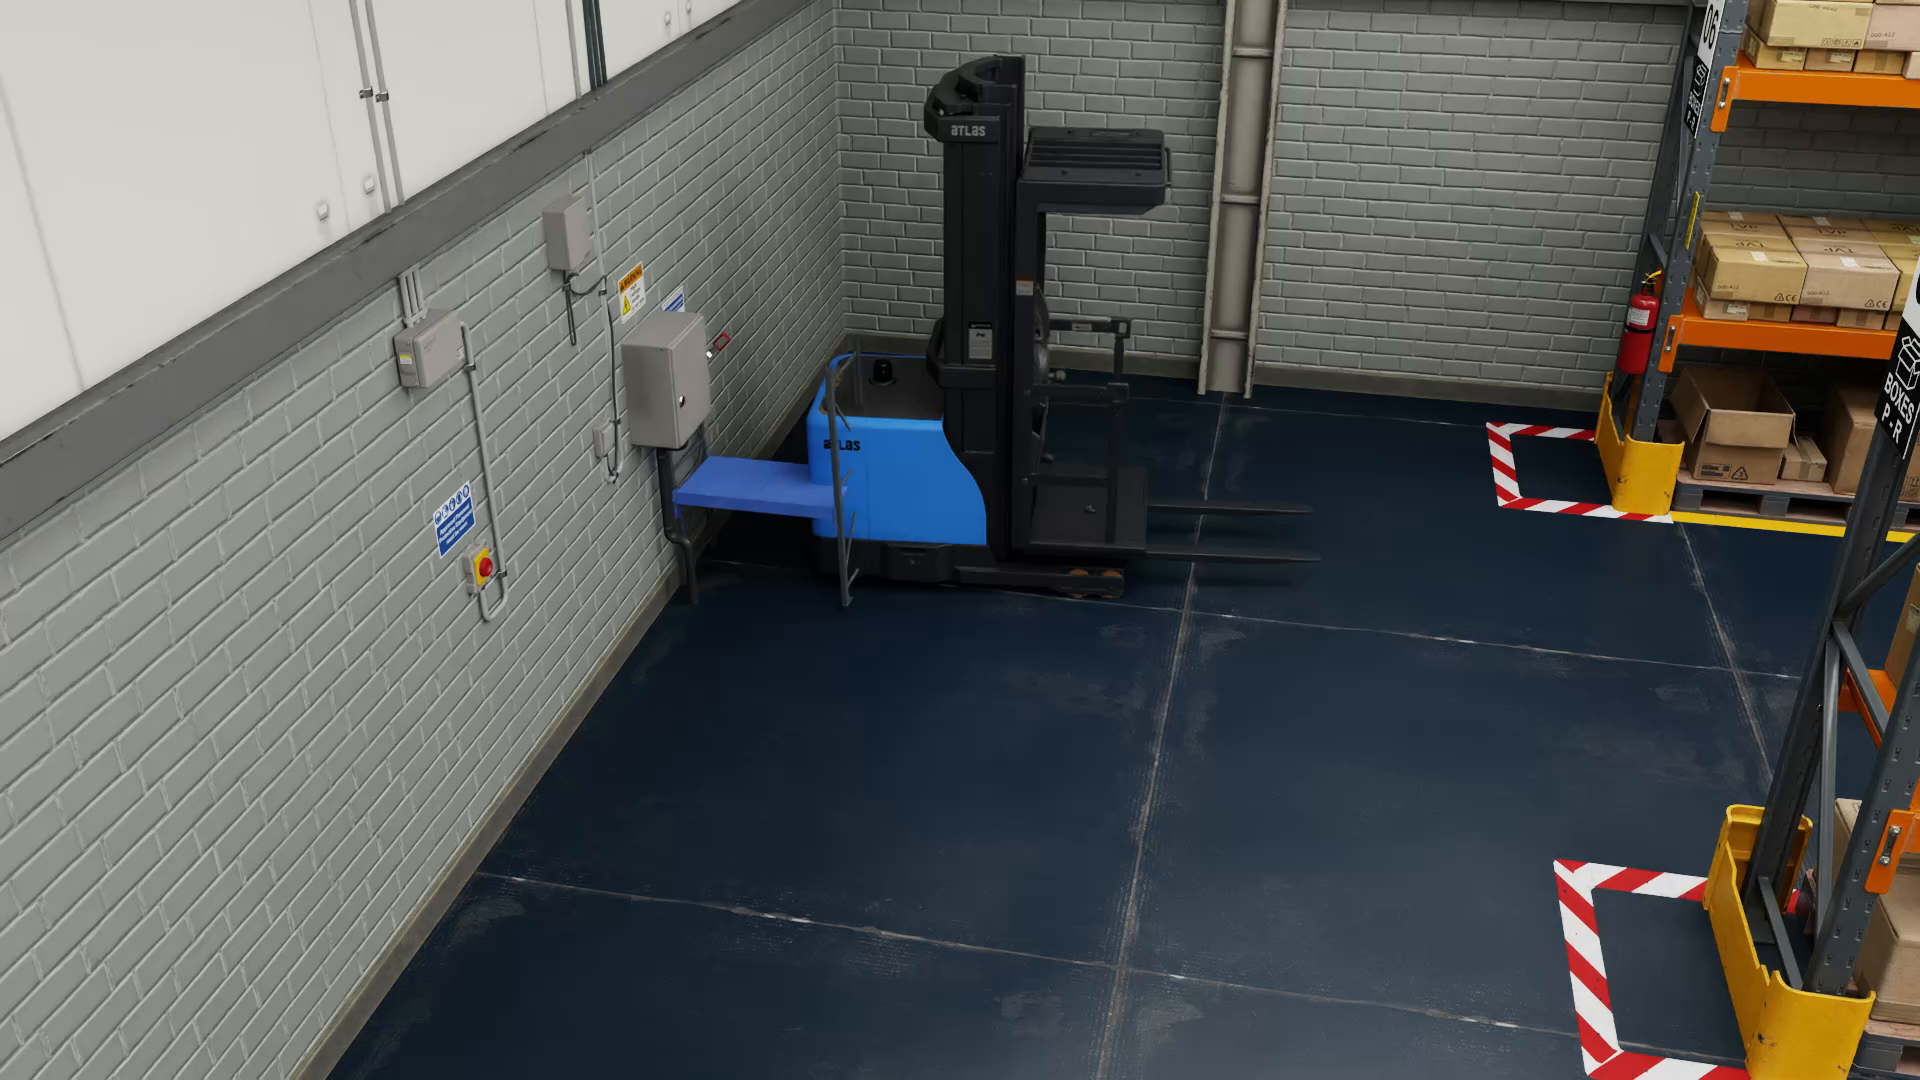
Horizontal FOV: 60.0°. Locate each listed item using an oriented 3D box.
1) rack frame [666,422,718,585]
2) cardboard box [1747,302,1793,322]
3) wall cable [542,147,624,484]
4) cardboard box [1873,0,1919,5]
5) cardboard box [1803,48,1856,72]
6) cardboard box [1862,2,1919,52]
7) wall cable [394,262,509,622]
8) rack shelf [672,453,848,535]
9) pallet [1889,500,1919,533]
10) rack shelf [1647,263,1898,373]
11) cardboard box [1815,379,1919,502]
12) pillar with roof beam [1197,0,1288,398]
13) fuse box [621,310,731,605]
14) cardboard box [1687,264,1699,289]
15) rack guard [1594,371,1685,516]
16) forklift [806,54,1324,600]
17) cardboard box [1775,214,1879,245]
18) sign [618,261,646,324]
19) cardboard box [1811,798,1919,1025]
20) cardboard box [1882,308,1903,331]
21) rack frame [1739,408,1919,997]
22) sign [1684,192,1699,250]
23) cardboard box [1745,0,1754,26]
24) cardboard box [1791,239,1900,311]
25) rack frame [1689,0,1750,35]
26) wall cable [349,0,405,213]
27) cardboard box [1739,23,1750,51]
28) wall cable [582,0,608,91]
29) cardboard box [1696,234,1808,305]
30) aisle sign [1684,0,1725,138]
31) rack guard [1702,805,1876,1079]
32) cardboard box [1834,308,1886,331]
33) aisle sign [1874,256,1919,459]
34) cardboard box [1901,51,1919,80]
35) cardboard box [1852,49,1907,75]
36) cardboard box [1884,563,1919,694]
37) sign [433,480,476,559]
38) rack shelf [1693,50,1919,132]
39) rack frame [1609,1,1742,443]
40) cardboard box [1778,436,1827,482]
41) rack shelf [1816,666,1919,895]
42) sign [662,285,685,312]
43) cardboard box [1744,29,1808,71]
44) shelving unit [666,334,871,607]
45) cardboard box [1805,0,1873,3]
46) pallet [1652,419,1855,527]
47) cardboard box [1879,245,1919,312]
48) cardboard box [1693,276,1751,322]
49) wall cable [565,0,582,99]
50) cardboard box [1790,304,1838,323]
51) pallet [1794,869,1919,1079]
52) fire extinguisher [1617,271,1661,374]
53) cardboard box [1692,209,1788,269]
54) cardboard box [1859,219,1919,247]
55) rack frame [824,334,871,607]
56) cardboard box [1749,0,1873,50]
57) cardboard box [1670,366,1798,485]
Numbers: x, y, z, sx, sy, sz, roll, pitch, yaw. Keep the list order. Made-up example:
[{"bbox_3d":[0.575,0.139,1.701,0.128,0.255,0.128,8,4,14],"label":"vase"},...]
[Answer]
[{"bbox_3d":[-1.609,-0.486,9.785,0.032,1.500,0.500,6,29,14],"label":"rack frame"},{"bbox_3d":[4.966,-1.489,10.270,0.250,0.149,0.380,7,29,12],"label":"cardboard box"},{"bbox_3d":[-1.824,-1.101,8.241,0.122,1.984,0.588,6,29,11],"label":"wall cable"},{"bbox_3d":[5.318,-3.142,9.230,0.500,0.250,0.500,6,29,10],"label":"cardboard box"},{"bbox_3d":[4.968,-2.815,9.569,0.250,0.149,0.380,6,29,11],"label":"cardboard box"},{"bbox_3d":[5.321,-2.931,9.365,0.500,0.250,0.500,6,29,12],"label":"cardboard box"},{"bbox_3d":[-2.109,-0.447,7.015,0.123,1.953,0.585,6,29,11],"label":"wall cable"},{"bbox_3d":[-1.114,-0.277,9.746,1.000,0.185,0.538,6,29,14],"label":"rack shelf"},{"bbox_3d":[6.487,-0.331,10.797,1.213,0.211,1.003,6,29,11],"label":"pallet"},{"bbox_3d":[6.399,-1.249,10.318,4.000,0.370,1.077,6,29,11],"label":"rack shelf"},{"bbox_3d":[5.849,-0.643,10.628,0.500,0.500,0.700,7,29,13],"label":"cardboard box"},{"bbox_3d":[1.095,-3.068,6.646,0.400,9.000,9.100,6,29,11],"label":"pillar with roof beam"},{"bbox_3d":[-1.528,-0.395,9.351,0.414,1.711,0.539,6,29,11],"label":"fuse box"},{"bbox_3d":[4.823,-1.747,10.742,0.250,0.149,0.380,6,29,10],"label":"cardboard box"},{"bbox_3d":[4.517,-0.661,11.098,0.348,0.500,1.175,6,29,11],"label":"rack guard"},{"bbox_3d":[0.656,-1.205,9.561,3.031,2.935,1.130,3,29,5],"label":"forklift"},{"bbox_3d":[5.452,-1.856,10.525,0.500,0.250,0.500,6,29,11],"label":"cardboard box"},{"bbox_3d":[-1.742,-1.317,8.834,0.001,0.242,0.339,6,29,11],"label":"sign"},{"bbox_3d":[4.077,1.525,6.733,0.875,0.438,0.875,5,29,9],"label":"cardboard box"},{"bbox_3d":[5.725,-1.401,10.109,0.250,0.149,0.380,6,29,11],"label":"cardboard box"},{"bbox_3d":[3.410,0.567,6.253,0.127,3.000,1.000,6,29,11],"label":"rack frame"},{"bbox_3d":[4.330,-1.890,9.839,0.005,0.325,0.100,6,29,11],"label":"sign"},{"bbox_3d":[4.935,-3.228,9.908,0.500,0.250,0.500,5,29,10],"label":"cardboard box"},{"bbox_3d":[5.324,-1.607,10.070,0.500,0.250,0.500,6,29,11],"label":"cardboard box"},{"bbox_3d":[4.443,-4.396,9.071,0.127,3.000,1.000,6,29,11],"label":"rack frame"},{"bbox_3d":[-2.211,-2.503,5.613,0.029,3.000,0.463,6,29,11],"label":"wall cable"},{"bbox_3d":[4.804,-3.047,9.992,0.250,0.149,0.380,7,29,12],"label":"cardboard box"},{"bbox_3d":[-1.433,-4.177,8.631,0.133,3.039,2.988,6,29,11],"label":"wall cable"},{"bbox_3d":[4.831,-1.657,10.162,0.500,0.250,0.500,6,29,11],"label":"cardboard box"},{"bbox_3d":[4.315,-2.774,9.648,0.004,0.787,0.394,6,29,11],"label":"aisle sign"},{"bbox_3d":[3.387,1.661,6.858,0.348,0.500,1.175,6,29,11],"label":"rack guard"},{"bbox_3d":[5.464,-1.425,10.153,0.250,0.149,0.380,7,29,12],"label":"cardboard box"},{"bbox_3d":[3.405,-0.726,5.908,0.004,0.787,0.394,6,29,11],"label":"aisle sign"},{"bbox_3d":[5.438,-2.708,9.373,0.250,0.149,0.380,6,29,12],"label":"cardboard box"},{"bbox_3d":[5.215,-2.781,9.507,0.250,0.149,0.380,6,29,11],"label":"cardboard box"},{"bbox_3d":[3.937,0.447,6.368,0.500,0.500,0.500,6,29,11],"label":"cardboard box"},{"bbox_3d":[-2.179,-0.090,7.171,0.001,0.218,0.327,6,29,11],"label":"sign"},{"bbox_3d":[6.399,-2.564,9.598,4.000,0.370,1.077,6,29,11],"label":"rack shelf"},{"bbox_3d":[4.443,-1.765,10.512,0.127,3.000,1.000,6,29,11],"label":"rack frame"},{"bbox_3d":[5.429,-0.532,10.791,0.250,0.149,0.380,5,29,9],"label":"cardboard box"},{"bbox_3d":[5.366,1.083,6.060,4.000,0.370,1.077,6,29,11],"label":"rack shelf"},{"bbox_3d":[-1.627,-1.171,9.526,0.001,0.494,0.329,6,29,11],"label":"sign"},{"bbox_3d":[4.706,-2.829,9.594,0.250,0.149,0.380,6,29,12],"label":"cardboard box"},{"bbox_3d":[-1.119,-0.435,9.660,1.048,1.500,0.538,6,29,14],"label":"shelving unit"},{"bbox_3d":[4.825,-3.202,9.340,0.500,0.250,0.500,6,29,10],"label":"cardboard box"},{"bbox_3d":[5.297,-0.454,11.023,1.213,0.211,1.003,6,29,11],"label":"pallet"},{"bbox_3d":[5.820,-1.558,9.980,0.500,0.250,0.500,5,29,10],"label":"cardboard box"},{"bbox_3d":[4.707,-1.493,10.277,0.250,0.149,0.380,6,29,10],"label":"cardboard box"},{"bbox_3d":[-2.052,-2.856,6.258,0.029,3.000,2.355,6,29,11],"label":"wall cable"},{"bbox_3d":[5.230,-1.479,10.252,0.250,0.149,0.380,5,29,10],"label":"cardboard box"},{"bbox_3d":[4.208,1.833,6.844,1.213,0.211,1.003,6,29,11],"label":"pallet"},{"bbox_3d":[4.203,-1.365,10.251,0.183,0.674,0.296,6,29,11],"label":"fire extinguisher"},{"bbox_3d":[4.948,-1.908,10.620,0.500,0.250,0.500,7,29,12],"label":"cardboard box"},{"bbox_3d":[5.936,-1.804,10.430,0.500,0.250,0.500,7,29,12],"label":"cardboard box"},{"bbox_3d":[-0.629,-0.385,9.536,0.032,1.500,0.500,6,29,14],"label":"rack frame"},{"bbox_3d":[4.820,-2.972,9.441,0.500,0.250,0.500,6,29,10],"label":"cardboard box"},{"bbox_3d":[5.021,-0.748,10.817,0.637,0.503,0.797,5,29,9],"label":"cardboard box"}]
